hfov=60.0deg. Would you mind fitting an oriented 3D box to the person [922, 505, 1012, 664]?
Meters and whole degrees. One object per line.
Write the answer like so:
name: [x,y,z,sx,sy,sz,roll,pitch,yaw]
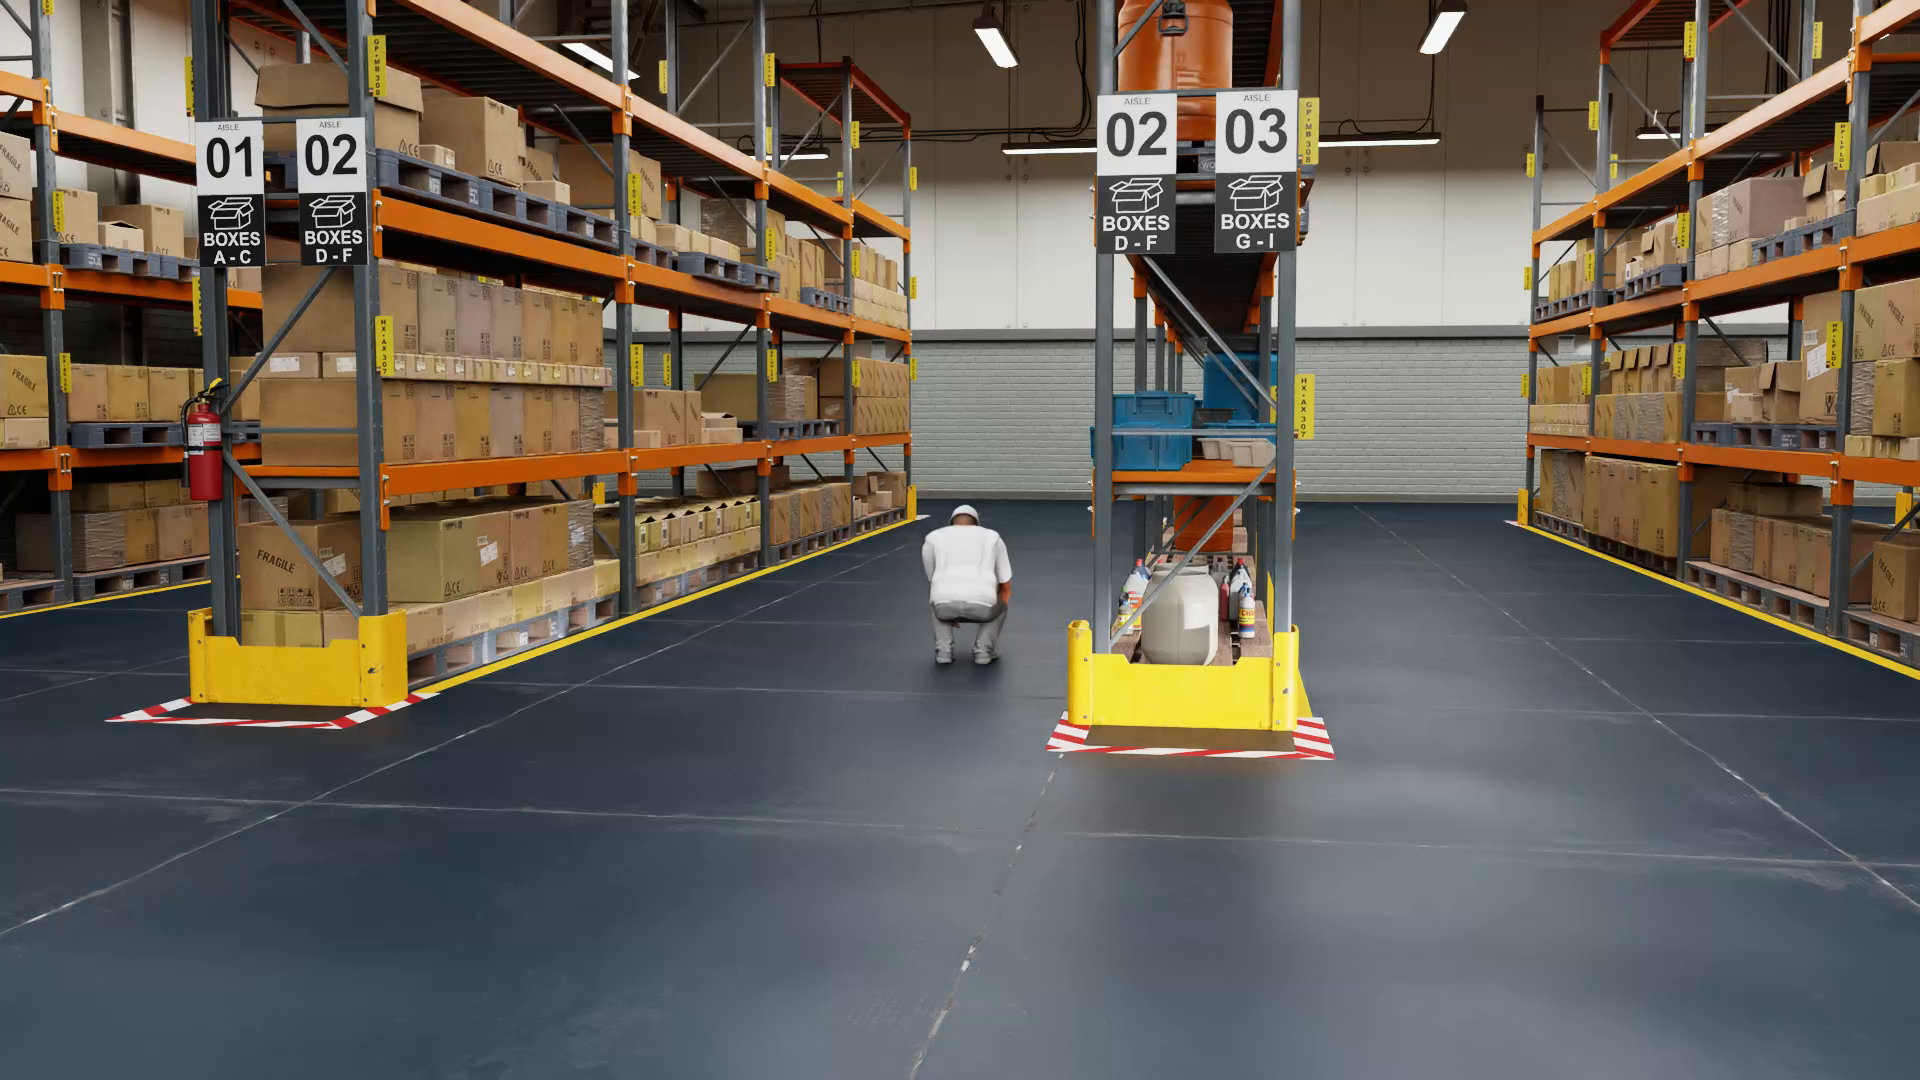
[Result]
person: [0.032,0.281,10.908,0.585,0.995,0.898,1,4,9]
